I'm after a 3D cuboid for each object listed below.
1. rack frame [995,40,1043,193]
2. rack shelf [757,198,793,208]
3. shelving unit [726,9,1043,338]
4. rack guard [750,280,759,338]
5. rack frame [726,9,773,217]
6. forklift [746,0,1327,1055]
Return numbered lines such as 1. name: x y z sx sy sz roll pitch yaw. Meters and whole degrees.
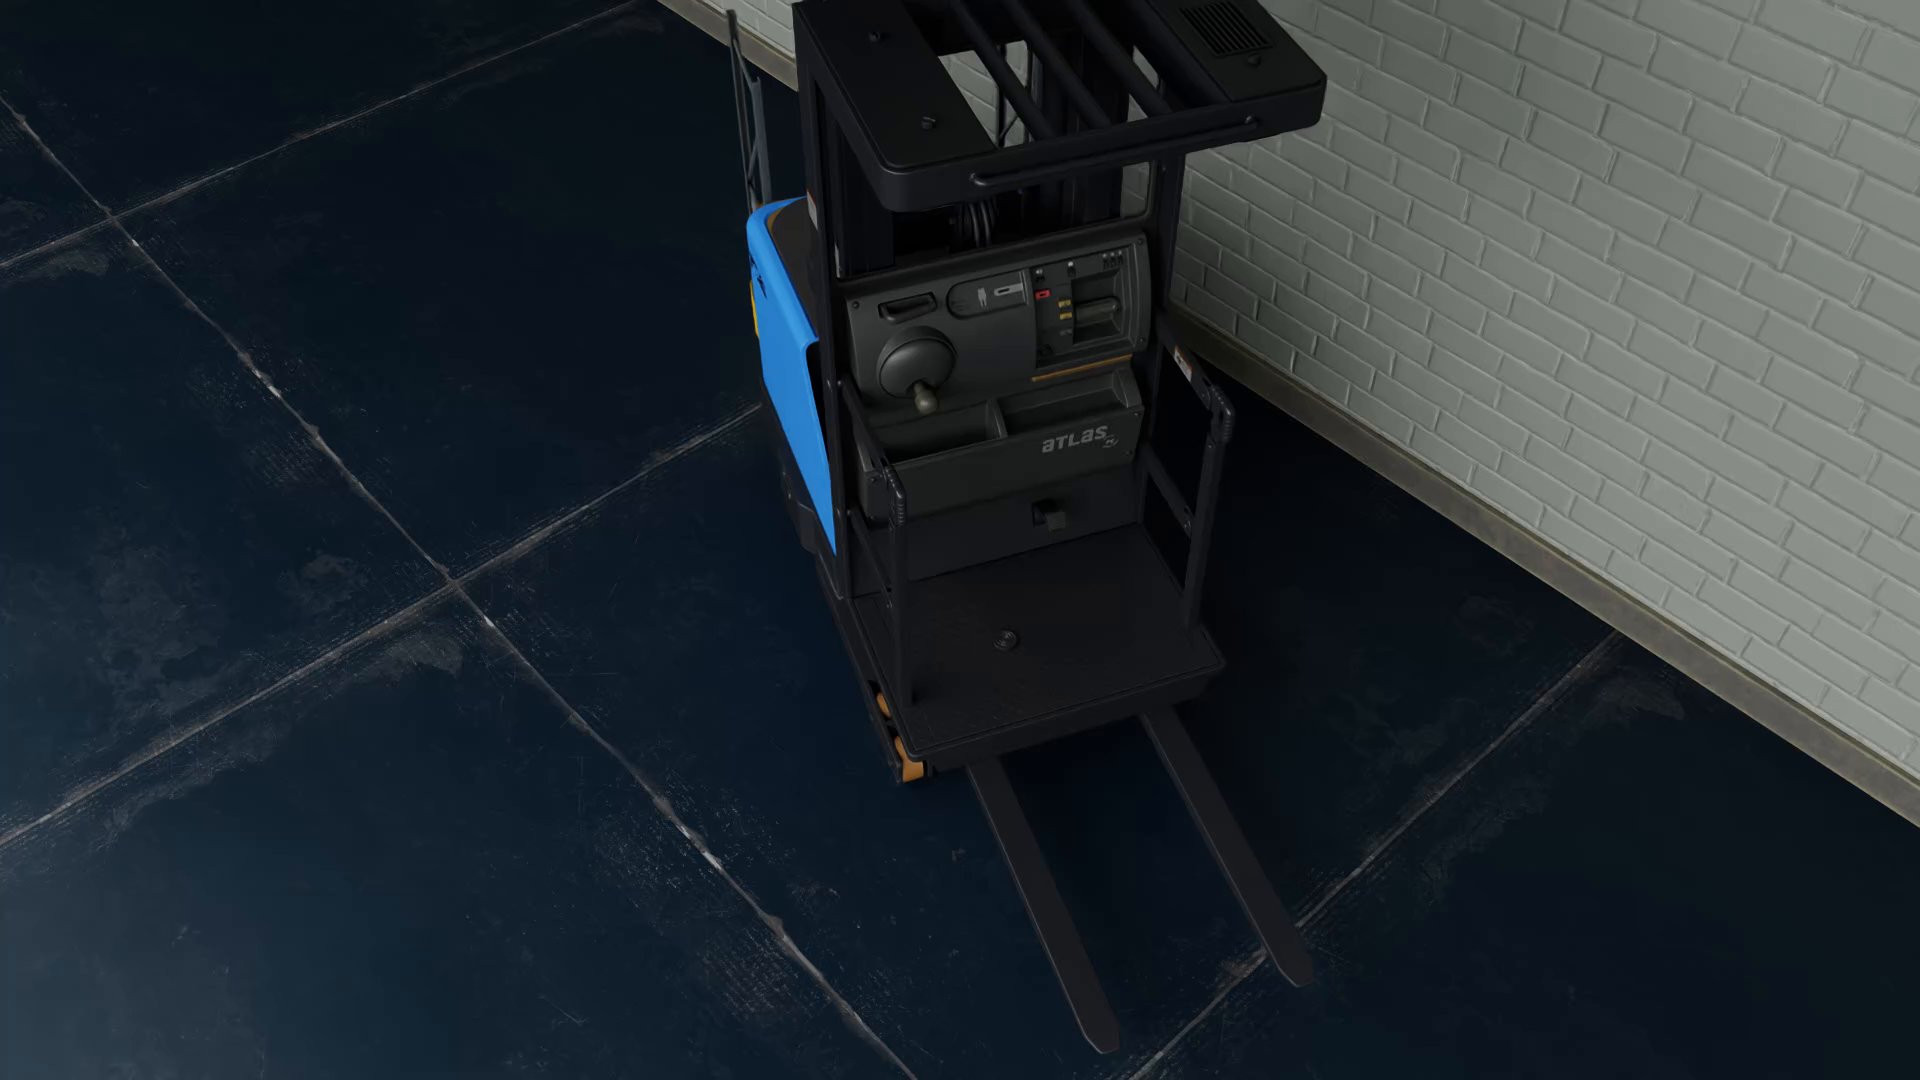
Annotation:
1. rack frame: 0.221 -1.421 6.541 0.032 1.500 0.500 -12 48 -11
2. rack shelf: -0.269 -1.198 6.580 1.000 0.185 0.538 -12 48 -11
3. shelving unit: -0.277 -1.318 6.446 1.083 1.500 0.587 -12 48 -11
4. rack guard: -0.757 -0.795 6.813 0.087 0.250 0.587 -12 48 -11
5. rack frame: -0.758 -1.219 6.354 0.032 1.500 0.500 -12 48 -11
6. forklift: 0.200 -0.541 4.755 1.130 2.935 3.031 -15 49 -13
